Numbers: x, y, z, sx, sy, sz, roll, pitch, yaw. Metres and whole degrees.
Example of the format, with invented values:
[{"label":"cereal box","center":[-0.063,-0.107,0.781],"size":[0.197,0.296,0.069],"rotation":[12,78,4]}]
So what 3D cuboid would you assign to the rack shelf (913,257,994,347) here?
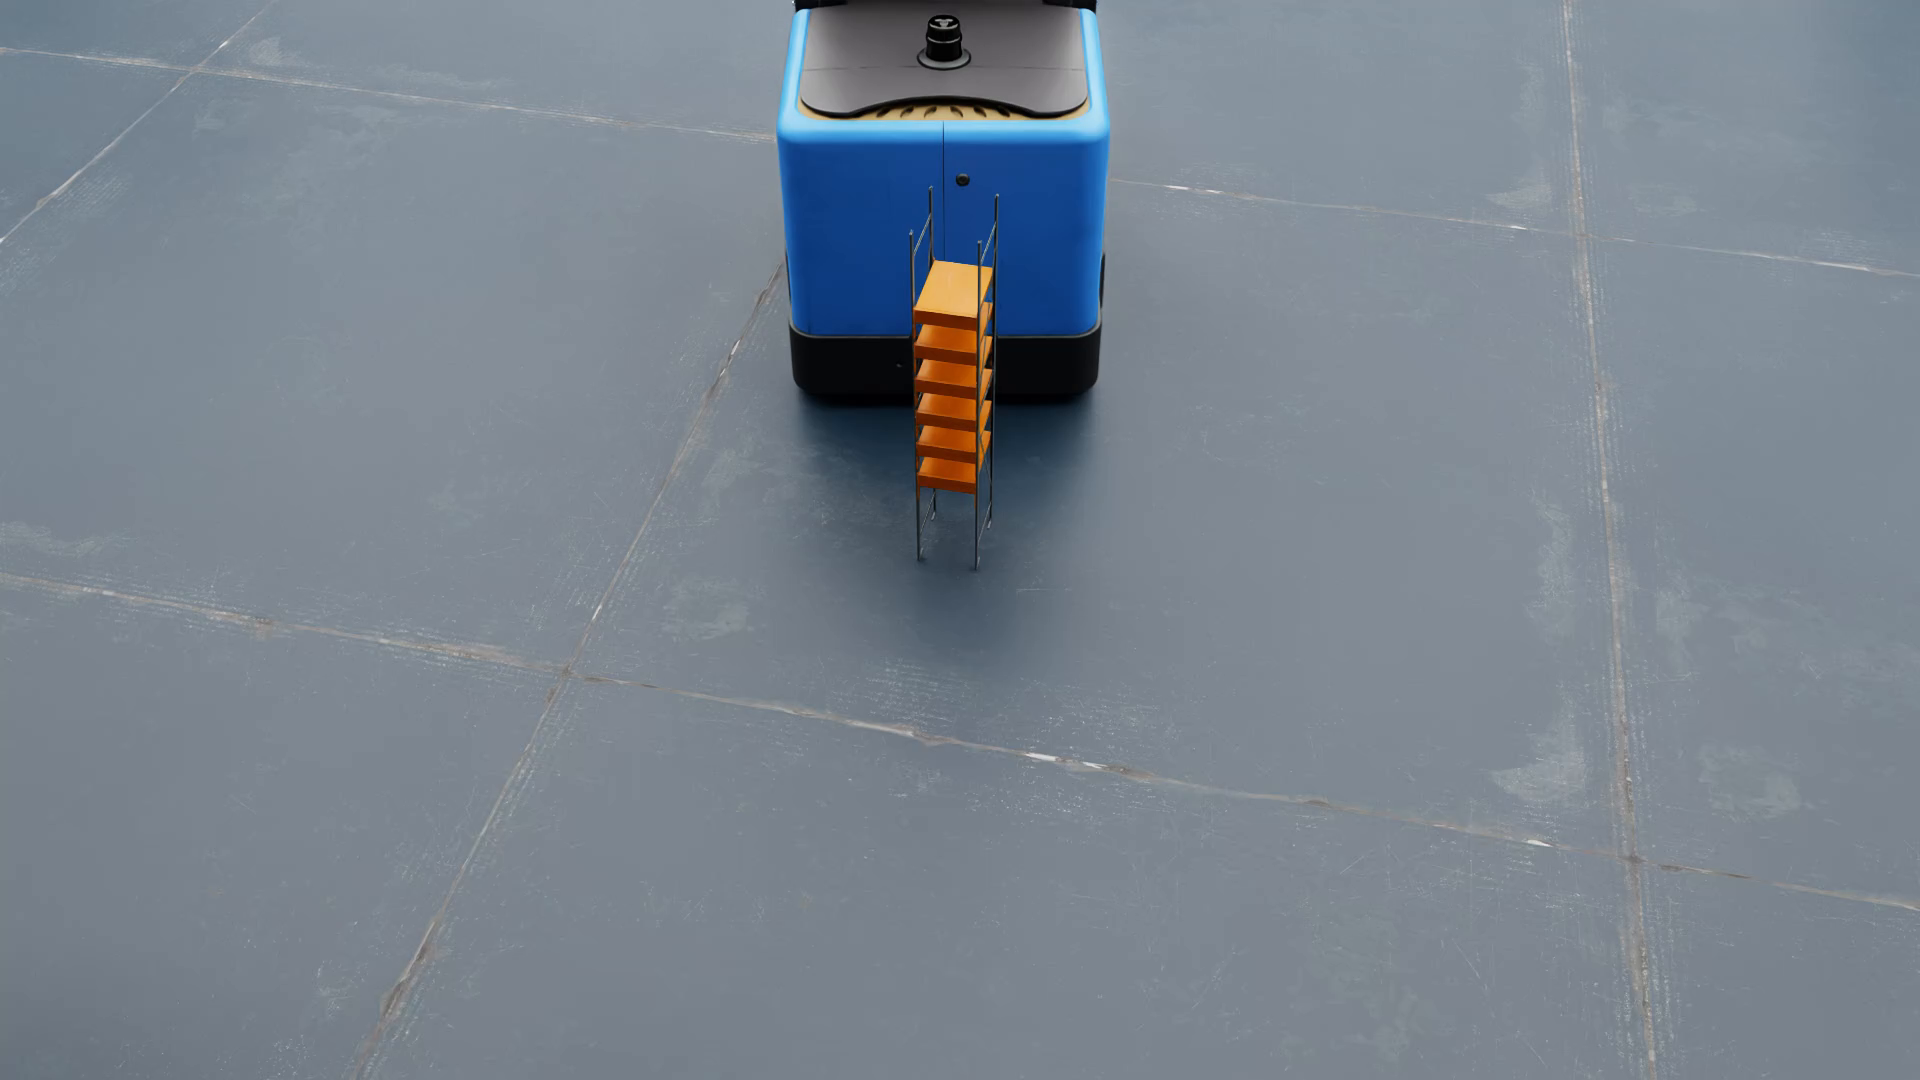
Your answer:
[{"label":"rack shelf","center":[-0.014,-0.662,4.617],"size":[0.180,0.103,0.258],"rotation":[9,45,9]}]

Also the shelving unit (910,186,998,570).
[{"label":"shelving unit","center":[-0.014,-0.434,4.836],"size":[0.189,1.200,0.258],"rotation":[9,45,9]}]

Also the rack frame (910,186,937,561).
[{"label":"rack frame","center":[-0.103,-0.448,4.851],"size":[0.006,1.200,0.240],"rotation":[9,45,9]}]

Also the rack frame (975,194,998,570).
[{"label":"rack frame","center":[0.075,-0.421,4.822],"size":[0.006,1.200,0.240],"rotation":[9,45,9]}]

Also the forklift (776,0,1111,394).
[{"label":"forklift","center":[-0.052,-2.550,5.786],"size":[1.130,2.935,3.031],"rotation":[0,44,0]}]

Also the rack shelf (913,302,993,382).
[{"label":"rack shelf","center":[-0.014,-0.575,4.701],"size":[0.180,0.103,0.258],"rotation":[9,45,9]}]

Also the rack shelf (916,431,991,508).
[{"label":"rack shelf","center":[-0.014,-0.230,5.033],"size":[0.180,0.103,0.258],"rotation":[9,45,9]}]

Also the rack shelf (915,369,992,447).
[{"label":"rack shelf","center":[-0.014,-0.402,4.867],"size":[0.180,0.103,0.258],"rotation":[9,45,9]}]

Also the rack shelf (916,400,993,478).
[{"label":"rack shelf","center":[-0.014,-0.316,4.950],"size":[0.180,0.103,0.258],"rotation":[9,45,9]}]

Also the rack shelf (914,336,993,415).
[{"label":"rack shelf","center":[-0.014,-0.489,4.784],"size":[0.180,0.103,0.258],"rotation":[9,45,9]}]
